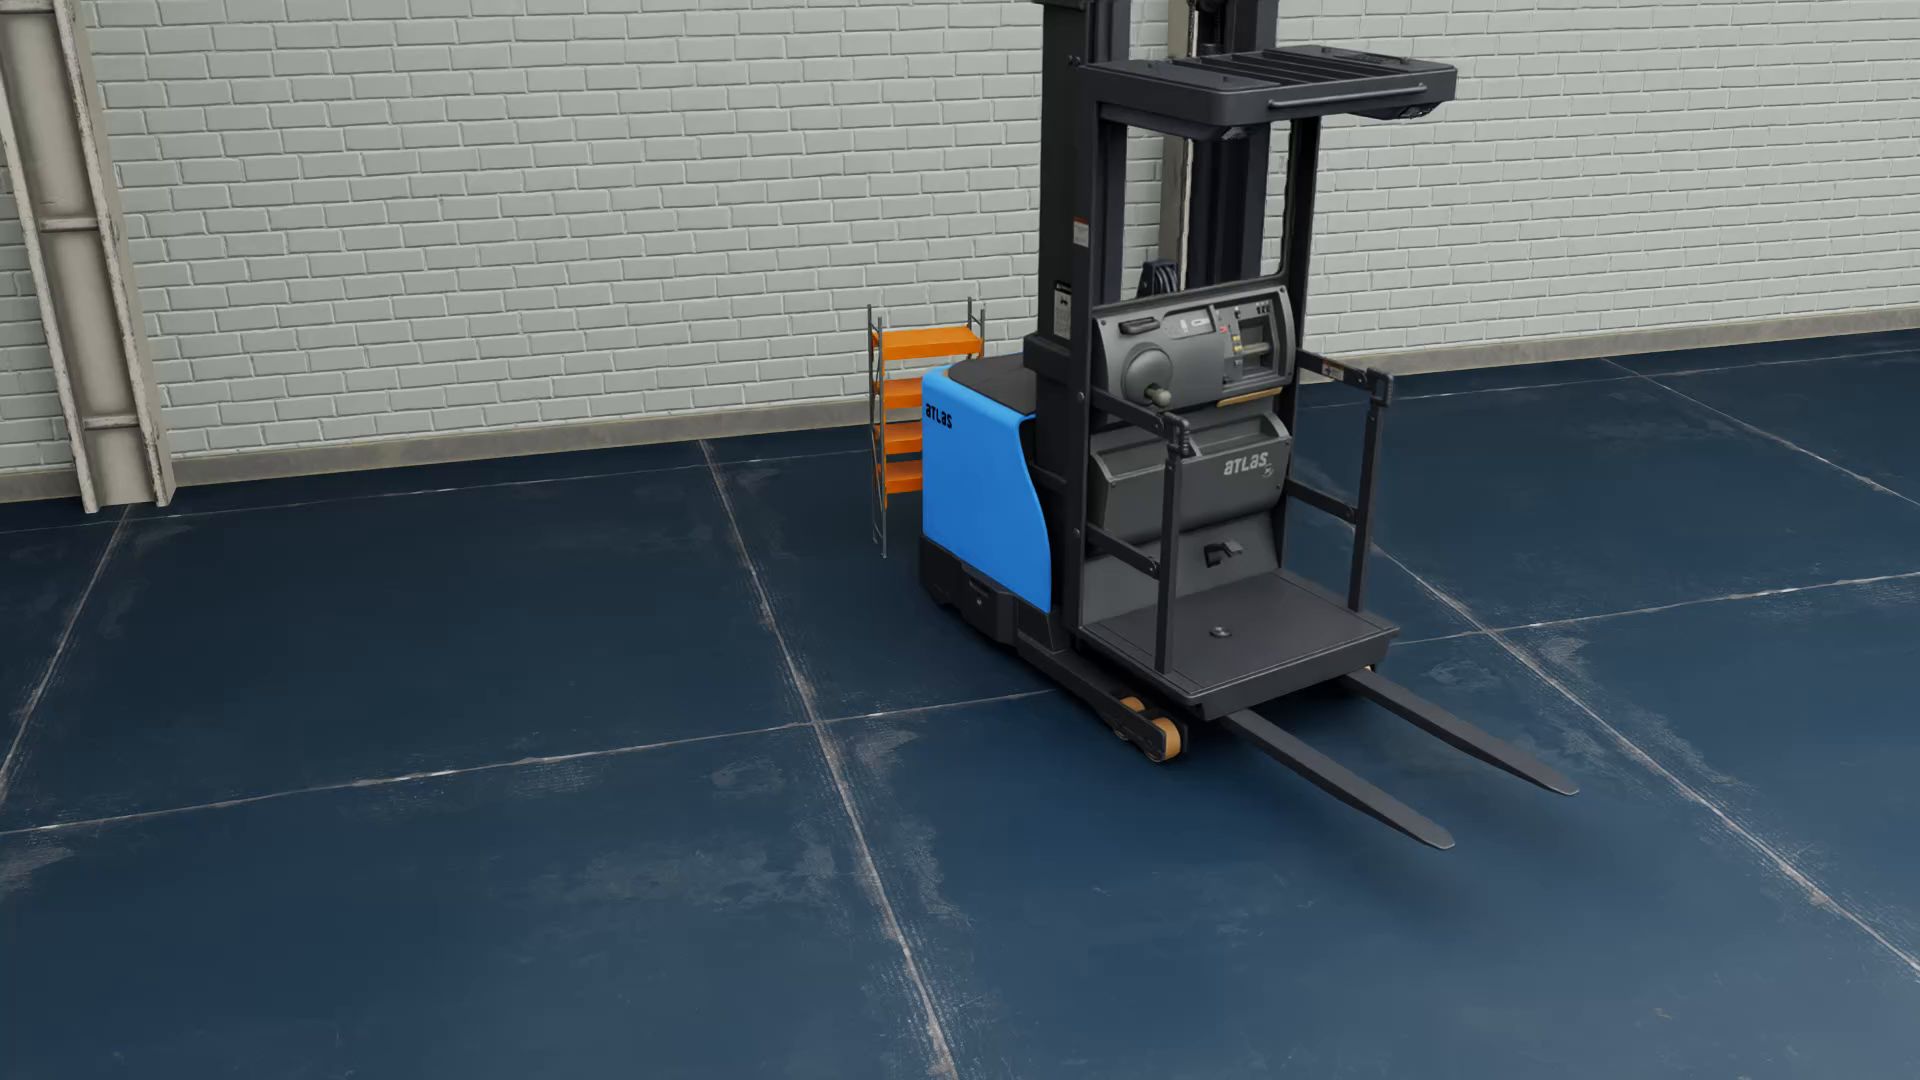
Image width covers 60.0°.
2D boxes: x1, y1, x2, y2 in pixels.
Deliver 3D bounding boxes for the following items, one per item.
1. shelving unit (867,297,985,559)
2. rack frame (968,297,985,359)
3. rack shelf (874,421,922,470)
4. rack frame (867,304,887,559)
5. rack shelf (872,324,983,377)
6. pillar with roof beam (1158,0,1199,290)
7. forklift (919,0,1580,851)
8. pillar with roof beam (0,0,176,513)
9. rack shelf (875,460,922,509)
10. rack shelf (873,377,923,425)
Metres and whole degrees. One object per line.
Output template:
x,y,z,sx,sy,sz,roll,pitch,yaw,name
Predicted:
-0.159,-0.534,7.972,0.503,1.200,0.258,-6,24,-14,shelving unit
0.076,-0.560,8.033,0.015,1.200,0.240,-6,24,-14,rack frame
-0.159,-0.472,7.999,0.480,0.148,0.258,-6,24,-14,rack shelf
-0.394,-0.508,7.912,0.015,1.200,0.240,-6,24,-14,rack frame
-0.159,-0.895,7.817,0.480,0.148,0.258,-6,24,-14,rack shelf
2.580,-3.357,4.661,0.400,9.000,9.100,-6,24,-14,pillar with roof beam
1.029,-0.719,6.208,1.130,2.935,3.031,-14,27,-30,forklift
-3.197,-2.718,3.171,0.400,9.000,9.100,-6,24,-14,pillar with roof beam
-0.159,-0.289,8.077,0.480,0.148,0.258,-6,24,-14,rack shelf
-0.159,-0.677,7.911,0.480,0.148,0.258,-6,24,-14,rack shelf
